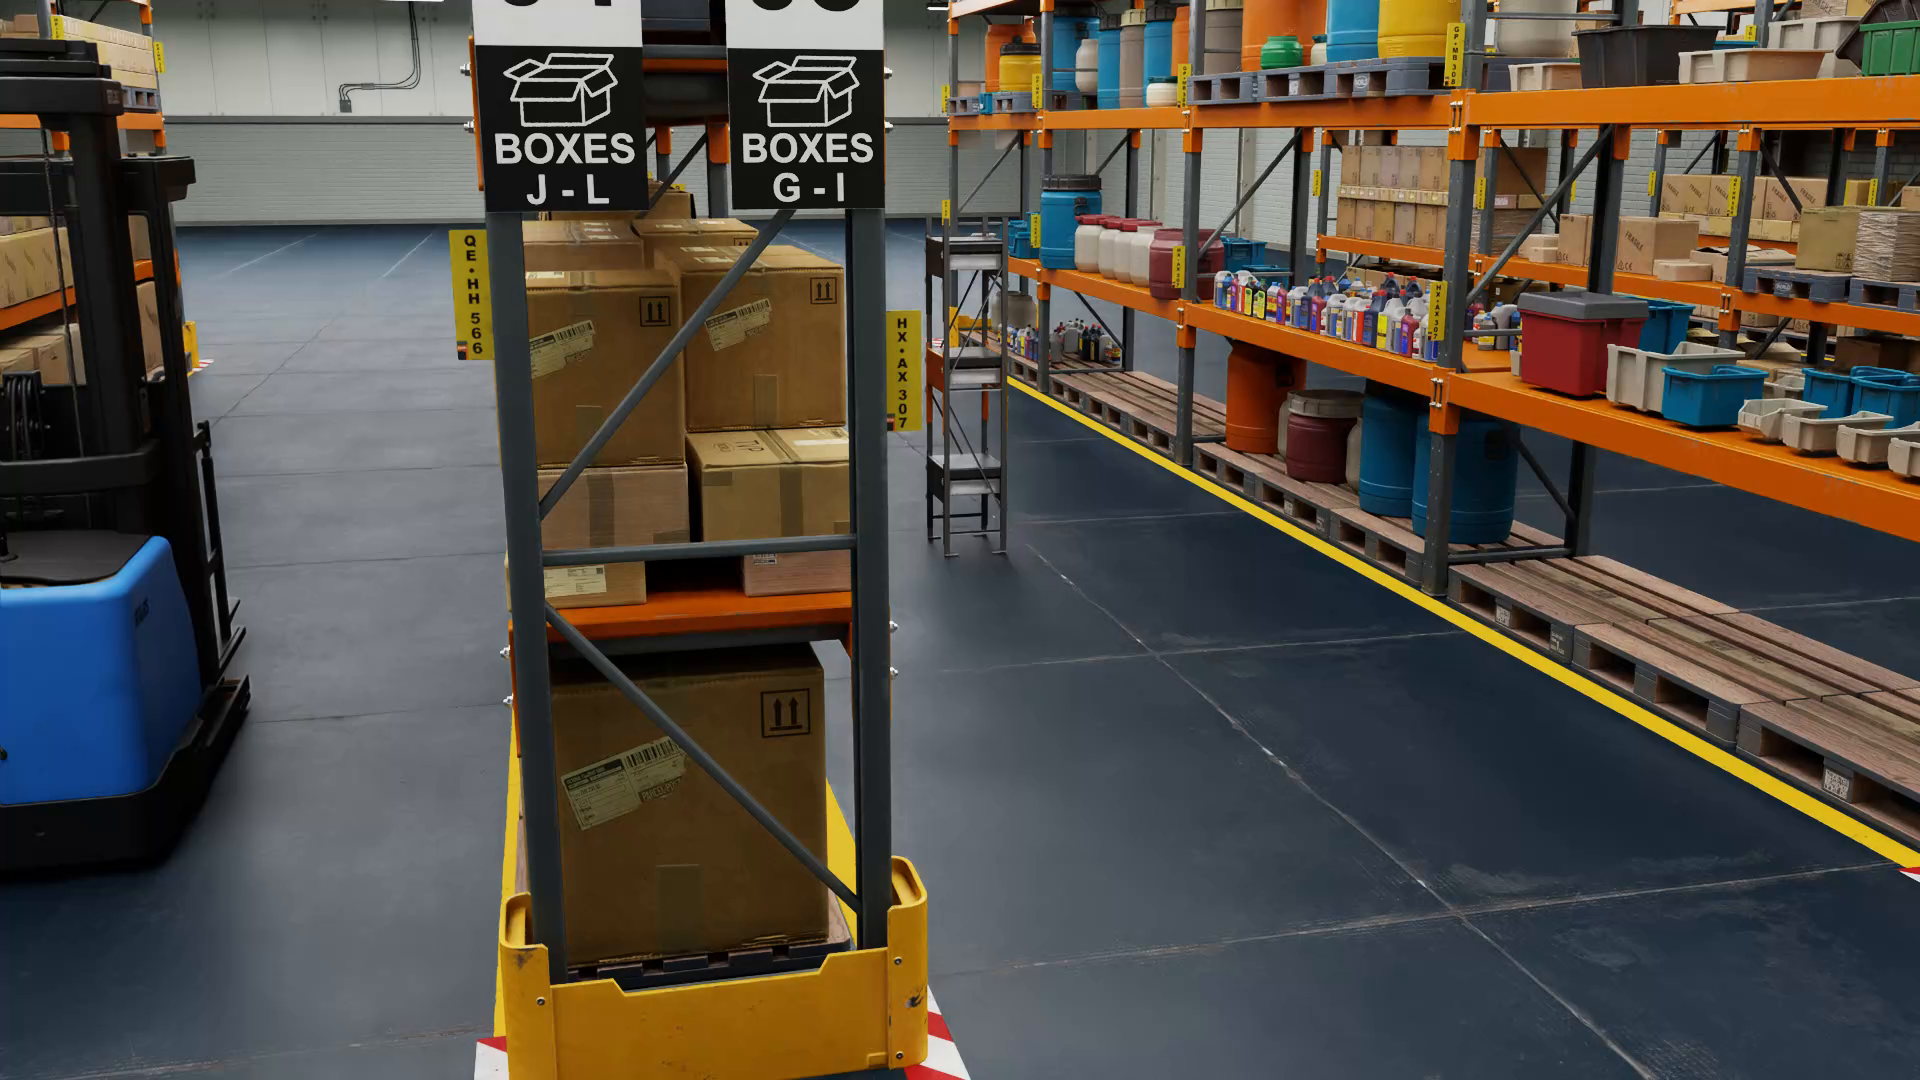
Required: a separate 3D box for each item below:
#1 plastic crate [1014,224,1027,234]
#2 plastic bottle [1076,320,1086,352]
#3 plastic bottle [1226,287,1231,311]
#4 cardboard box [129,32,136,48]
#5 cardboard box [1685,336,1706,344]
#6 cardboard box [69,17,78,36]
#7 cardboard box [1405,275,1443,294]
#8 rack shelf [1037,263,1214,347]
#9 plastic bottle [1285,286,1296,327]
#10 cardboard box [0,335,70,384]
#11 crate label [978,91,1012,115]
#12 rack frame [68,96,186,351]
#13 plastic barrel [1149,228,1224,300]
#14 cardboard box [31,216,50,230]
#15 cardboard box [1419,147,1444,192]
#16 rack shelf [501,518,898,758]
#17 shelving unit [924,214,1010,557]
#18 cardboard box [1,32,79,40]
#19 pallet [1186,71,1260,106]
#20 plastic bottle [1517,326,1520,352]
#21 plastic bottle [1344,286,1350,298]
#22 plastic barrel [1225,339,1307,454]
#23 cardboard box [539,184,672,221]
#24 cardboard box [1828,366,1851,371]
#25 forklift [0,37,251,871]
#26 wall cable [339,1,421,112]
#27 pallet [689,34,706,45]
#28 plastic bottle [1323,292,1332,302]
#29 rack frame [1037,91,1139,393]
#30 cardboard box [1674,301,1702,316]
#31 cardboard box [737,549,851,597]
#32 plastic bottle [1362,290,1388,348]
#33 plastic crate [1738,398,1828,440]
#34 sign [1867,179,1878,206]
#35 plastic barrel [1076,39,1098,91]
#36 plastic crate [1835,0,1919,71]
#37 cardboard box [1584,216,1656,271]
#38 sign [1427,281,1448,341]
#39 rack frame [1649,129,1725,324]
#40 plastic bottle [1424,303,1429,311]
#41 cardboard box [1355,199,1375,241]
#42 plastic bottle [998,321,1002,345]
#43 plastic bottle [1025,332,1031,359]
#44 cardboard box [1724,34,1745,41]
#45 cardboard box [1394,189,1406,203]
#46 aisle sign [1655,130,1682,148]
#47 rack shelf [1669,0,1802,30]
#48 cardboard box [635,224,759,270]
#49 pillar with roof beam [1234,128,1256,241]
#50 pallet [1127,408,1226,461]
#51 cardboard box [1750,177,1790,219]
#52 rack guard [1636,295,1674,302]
[{"bbox_3d":[0.918,-3.612,19.705,0.499,0.251,0.408,-3,14,-13],"label":"plastic crate"},{"bbox_3d":[1.372,-2.288,18.627,0.144,0.351,0.185,-3,14,-14],"label":"plastic bottle"},{"bbox_3d":[2.052,-1.823,12.485,0.097,0.201,0.097,0,14,0],"label":"plastic bottle"},{"bbox_3d":[-8.708,-5.144,17.094,0.380,0.149,0.250,-3,14,-12],"label":"cardboard box"},{"bbox_3d":[6.566,-1.730,15.416,0.500,0.311,0.500,-4,14,-14],"label":"cardboard box"},{"bbox_3d":[-8.174,-4.618,14.942,0.380,0.149,0.250,-3,14,-14],"label":"cardboard box"},{"bbox_3d":[5.569,-2.844,19.577,0.500,0.500,0.500,-3,14,-13],"label":"cardboard box"},{"bbox_3d":[1.772,-2.200,15.126,1.077,0.370,4.000,-3,14,-13],"label":"rack shelf"},{"bbox_3d":[2.301,-1.613,11.478,0.097,0.271,0.097,0,14,0],"label":"plastic bottle"},{"bbox_3d":[-7.901,-1.231,13.502,1.050,0.750,0.750,-3,14,-13],"label":"cardboard box"},{"bbox_3d":[0.481,-4.868,18.525,0.502,0.251,0.408,-3,14,-13],"label":"crate label"},{"bbox_3d":[-9.297,-3.404,18.540,1.000,3.000,0.127,-3,14,-13],"label":"rack frame"},{"bbox_3d":[1.838,-2.244,13.505,0.600,0.536,0.708,-3,14,-13],"label":"plastic barrel"},{"bbox_3d":[-8.235,-2.901,14.165,0.700,0.500,0.500,-4,14,-14],"label":"cardboard box"},{"bbox_3d":[5.771,-4.298,19.257,0.700,0.500,0.500,-3,14,-13],"label":"cardboard box"},{"bbox_3d":[-1.164,-0.078,6.441,1.077,0.370,4.000,-3,14,-13],"label":"rack shelf"},{"bbox_3d":[0.039,-0.982,10.522,0.431,2.100,0.503,-3,14,-13],"label":"shelving unit"},{"bbox_3d":[-8.200,-4.391,14.853,0.500,0.250,0.500,-3,14,-13],"label":"cardboard box"},{"bbox_3d":[2.326,-3.271,12.073,1.003,0.211,1.213,-3,14,-13],"label":"pallet"},{"bbox_3d":[3.433,-1.233,10.073,0.097,0.201,0.097,0,14,0],"label":"plastic bottle"},{"bbox_3d":[2.883,-1.773,12.284,0.097,0.201,0.097,0,14,0],"label":"plastic bottle"},{"bbox_3d":[2.373,-1.125,12.901,0.600,0.830,0.708,-3,14,-13],"label":"plastic barrel"},{"bbox_3d":[-2.103,-1.873,9.949,0.797,0.503,0.637,-3,14,-11],"label":"cardboard box"},{"bbox_3d":[7.505,-1.160,13.693,0.500,0.500,0.500,-3,14,-11],"label":"cardboard box"},{"bbox_3d":[-3.756,-0.537,6.948,1.130,2.935,3.031,-3,14,-14],"label":"forklift"},{"bbox_3d":[-16.842,-15.382,47.762,2.305,6.003,0.169,-3,14,-13],"label":"wall cable"},{"bbox_3d":[-1.452,-2.113,7.124,1.003,0.211,1.213,-3,14,-13],"label":"pallet"},{"bbox_3d":[2.458,-1.520,11.099,0.097,0.271,0.097,0,14,0],"label":"plastic bottle"},{"bbox_3d":[1.302,-3.010,16.929,1.000,3.000,0.127,-3,14,-13],"label":"rack frame"},{"bbox_3d":[10.068,-3.228,22.559,0.500,0.311,0.500,-5,15,-20],"label":"cardboard box"},{"bbox_3d":[-0.457,0.056,4.908,0.380,0.149,0.250,-3,14,-13],"label":"cardboard box"},{"bbox_3d":[2.604,-1.377,10.348,0.144,0.351,0.185,-3,14,-13],"label":"plastic bottle"},{"bbox_3d":[3.522,-0.519,7.160,0.298,0.136,0.250,-3,14,-13],"label":"plastic crate"},{"bbox_3d":[10.406,-3.951,18.955,0.100,0.325,0.005,-3,14,-13],"label":"sign"},{"bbox_3d":[1.392,-4.836,16.961,0.421,0.512,0.421,0,14,0],"label":"plastic barrel"},{"bbox_3d":[4.029,-2.037,6.754,0.504,0.338,0.767,-3,14,-13],"label":"plastic crate"},{"bbox_3d":[6.524,-2.919,16.344,0.500,0.500,0.500,-3,14,-13],"label":"cardboard box"},{"bbox_3d":[2.646,-1.269,9.218,0.100,0.325,0.005,-3,14,-13],"label":"sign"},{"bbox_3d":[9.993,-4.485,22.966,1.000,3.000,0.127,-3,14,-13],"label":"rack frame"},{"bbox_3d":[3.077,-1.438,10.753,0.152,0.276,0.135,-3,14,-13],"label":"plastic bottle"},{"bbox_3d":[5.404,-4.028,20.882,0.700,0.500,0.500,-3,14,-12],"label":"cardboard box"},{"bbox_3d":[0.486,-2.386,19.194,0.097,0.271,0.097,0,14,0],"label":"plastic bottle"},{"bbox_3d":[0.747,-2.117,18.067,0.061,0.283,0.133,-2,14,-9],"label":"plastic bottle"},{"bbox_3d":[10.047,-6.148,21.091,0.500,0.500,0.500,-3,14,-12],"label":"cardboard box"},{"bbox_3d":[5.421,-4.115,19.872,0.380,0.149,0.250,-3,14,-13],"label":"cardboard box"},{"bbox_3d":[9.684,-5.748,22.657,0.394,0.787,0.004,-3,14,-13],"label":"aisle sign"},{"bbox_3d":[10.462,-6.587,20.451,1.077,0.370,4.000,-3,14,-13],"label":"rack shelf"},{"bbox_3d":[-1.152,-1.118,7.291,0.500,0.500,0.500,-3,14,-13],"label":"cardboard box"},{"bbox_3d":[2.586,-11.199,37.805,9.100,9.000,0.400,-3,14,-13],"label":"pillar with roof beam"},{"bbox_3d":[2.097,-0.914,14.223,1.003,0.211,1.213,-3,14,-13],"label":"pallet"},{"bbox_3d":[10.167,-4.307,20.930,0.500,0.500,0.500,-3,14,-11],"label":"cardboard box"},{"bbox_3d":[10.010,-3.254,23.191,1.175,0.500,0.348,-3,14,-13],"label":"rack guard"}]
